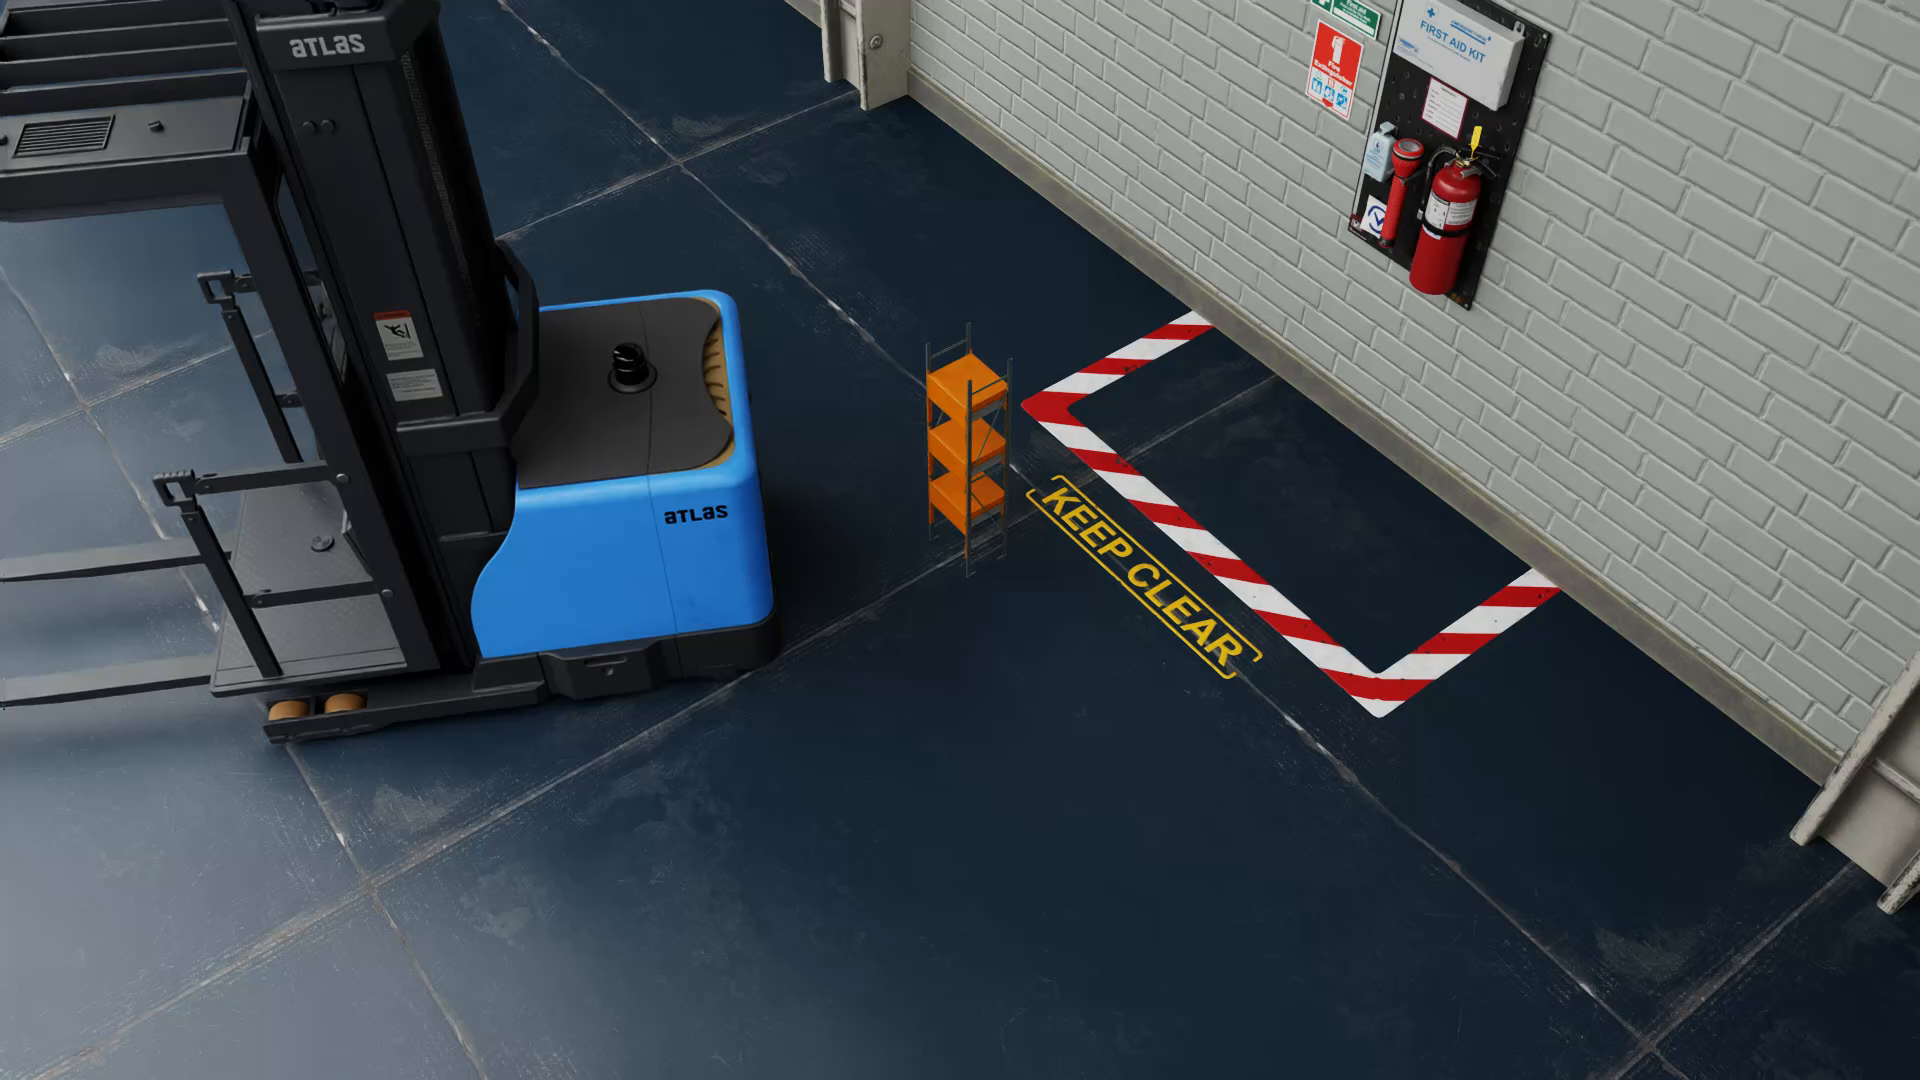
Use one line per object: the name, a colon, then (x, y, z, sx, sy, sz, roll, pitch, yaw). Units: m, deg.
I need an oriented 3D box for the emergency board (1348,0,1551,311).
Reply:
emergency board: (1.672, -1.401, 5.994, 0.194, 1.169, 0.643, -29, 54, -24)

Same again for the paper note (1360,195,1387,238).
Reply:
paper note: (1.620, -1.240, 6.443, 0.016, 0.148, 0.142, -29, 54, -24)

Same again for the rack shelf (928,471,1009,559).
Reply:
rack shelf: (0.032, -0.127, 6.545, 0.215, 0.259, 0.240, -29, 54, -24)

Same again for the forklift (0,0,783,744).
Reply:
forklift: (-2.236, -0.669, 5.377, 3.031, 2.935, 1.130, -7, 48, -6)

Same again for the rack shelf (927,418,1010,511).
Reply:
rack shelf: (0.032, -0.314, 6.339, 0.215, 0.259, 0.240, -29, 54, -24)

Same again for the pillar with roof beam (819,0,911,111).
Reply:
pillar with roof beam: (-3.921, -3.548, 3.891, 9.100, 9.000, 0.400, -29, 54, -24)

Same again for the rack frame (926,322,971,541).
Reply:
rack frame: (-0.041, -0.393, 6.397, 0.200, 1.050, 0.008, -29, 54, -24)

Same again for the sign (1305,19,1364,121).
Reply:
sign: (1.419, -1.785, 6.318, 0.001, 0.329, 0.234, -29, 54, -24)

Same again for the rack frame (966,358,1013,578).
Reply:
rack frame: (0.106, -0.249, 6.266, 0.200, 1.050, 0.008, -29, 54, -24)

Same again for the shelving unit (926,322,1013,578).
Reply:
shelving unit: (0.032, -0.321, 6.331, 0.215, 1.050, 0.252, -29, 54, -24)

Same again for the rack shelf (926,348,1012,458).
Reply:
rack shelf: (0.032, -0.505, 6.129, 0.215, 0.259, 0.240, -29, 54, -24)

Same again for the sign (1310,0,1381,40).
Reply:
sign: (1.415, -1.956, 6.116, 0.001, 0.109, 0.331, -29, 54, -24)

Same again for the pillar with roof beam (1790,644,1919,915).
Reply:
pillar with roof beam: (-0.288, -0.010, 0.684, 9.100, 9.000, 0.400, -29, 54, -24)
